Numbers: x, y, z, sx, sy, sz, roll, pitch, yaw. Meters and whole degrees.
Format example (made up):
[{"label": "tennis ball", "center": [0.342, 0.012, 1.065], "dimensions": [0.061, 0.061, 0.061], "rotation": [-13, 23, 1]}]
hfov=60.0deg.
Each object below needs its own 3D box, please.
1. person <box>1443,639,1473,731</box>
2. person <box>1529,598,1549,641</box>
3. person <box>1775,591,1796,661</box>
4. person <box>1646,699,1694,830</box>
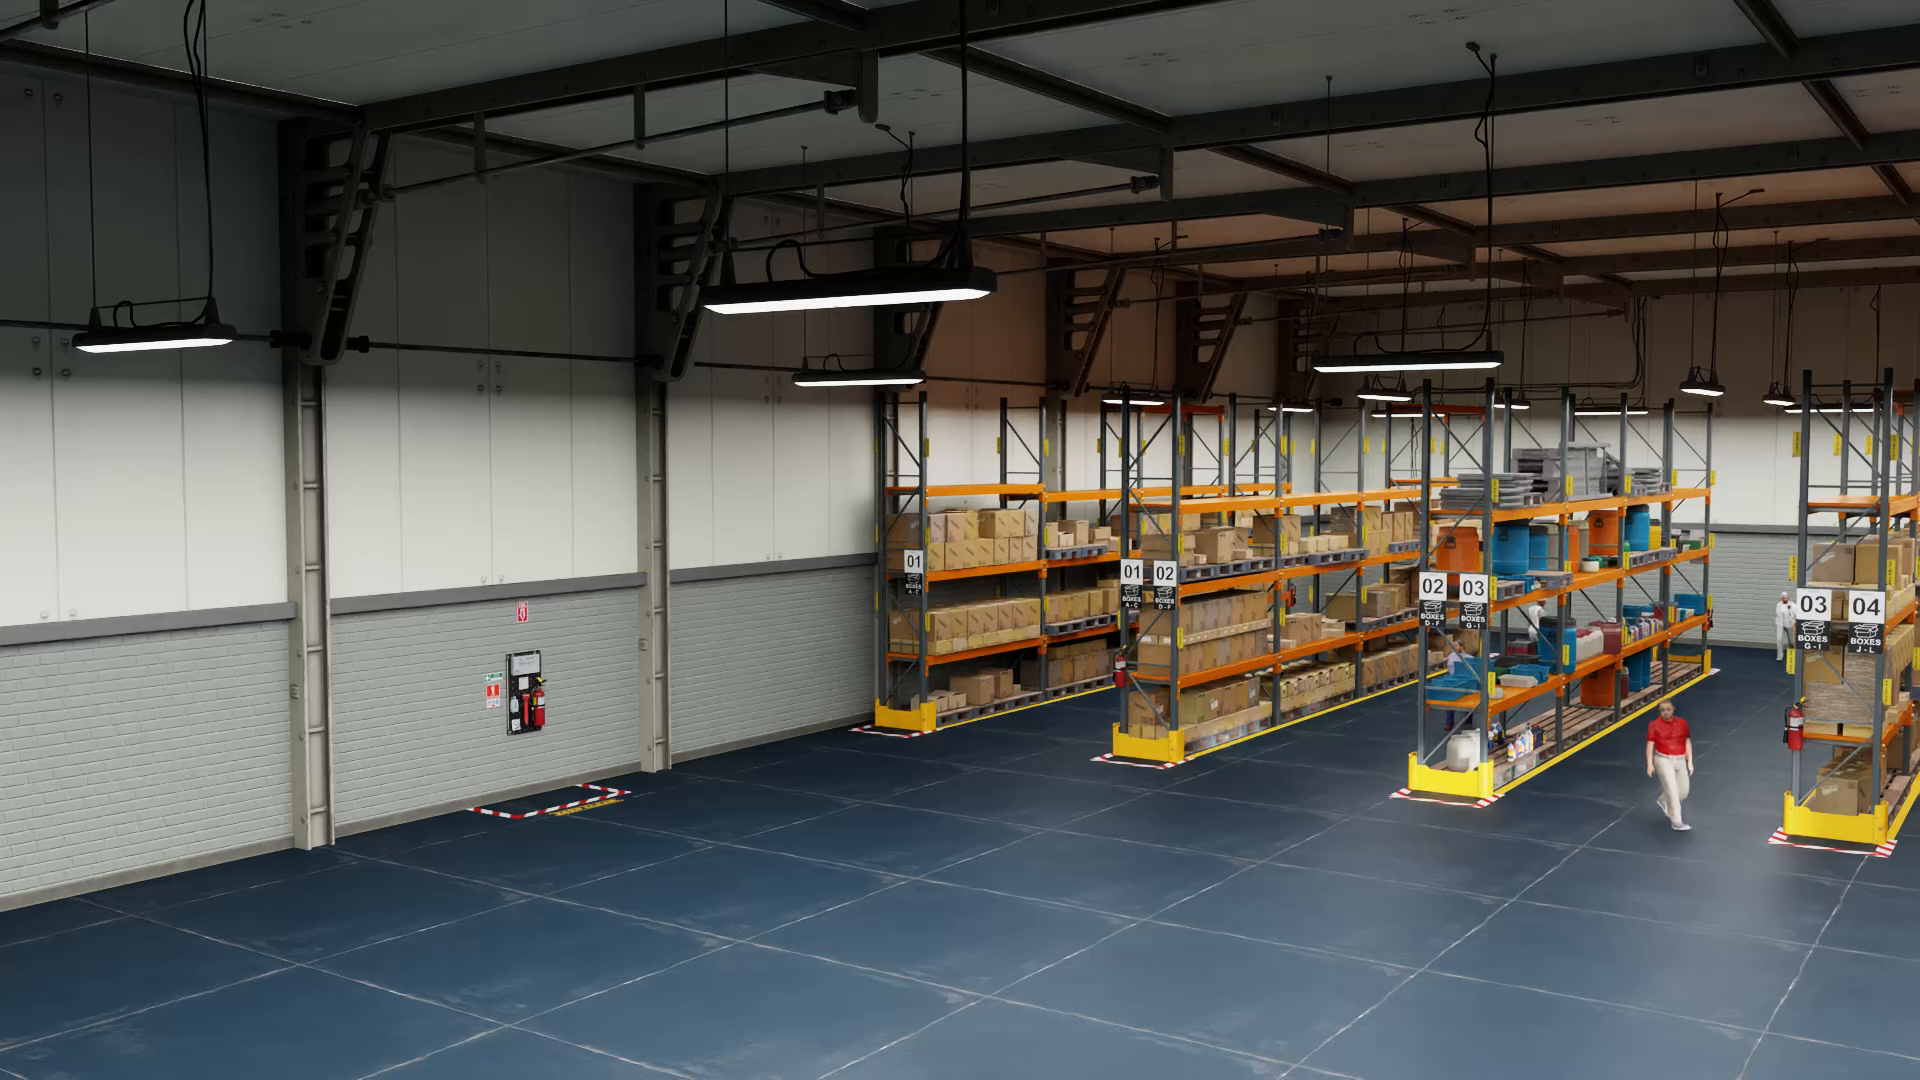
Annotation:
[{"label": "person", "center": [8.860, 2.561, 29.505], "dimensions": [0.459, 1.573, 1.009], "rotation": [2, 4, 32]}, {"label": "person", "center": [12.715, 2.069, 36.698], "dimensions": [0.528, 1.782, 0.615], "rotation": [0, 3, -3]}, {"label": "person", "center": [19.429, 2.006, 39.085], "dimensions": [0.496, 1.625, 0.801], "rotation": [2, 4, 32]}, {"label": "person", "center": [9.383, 2.941, 21.955], "dimensions": [0.545, 1.679, 0.890], "rotation": [0, 3, -7]}]
